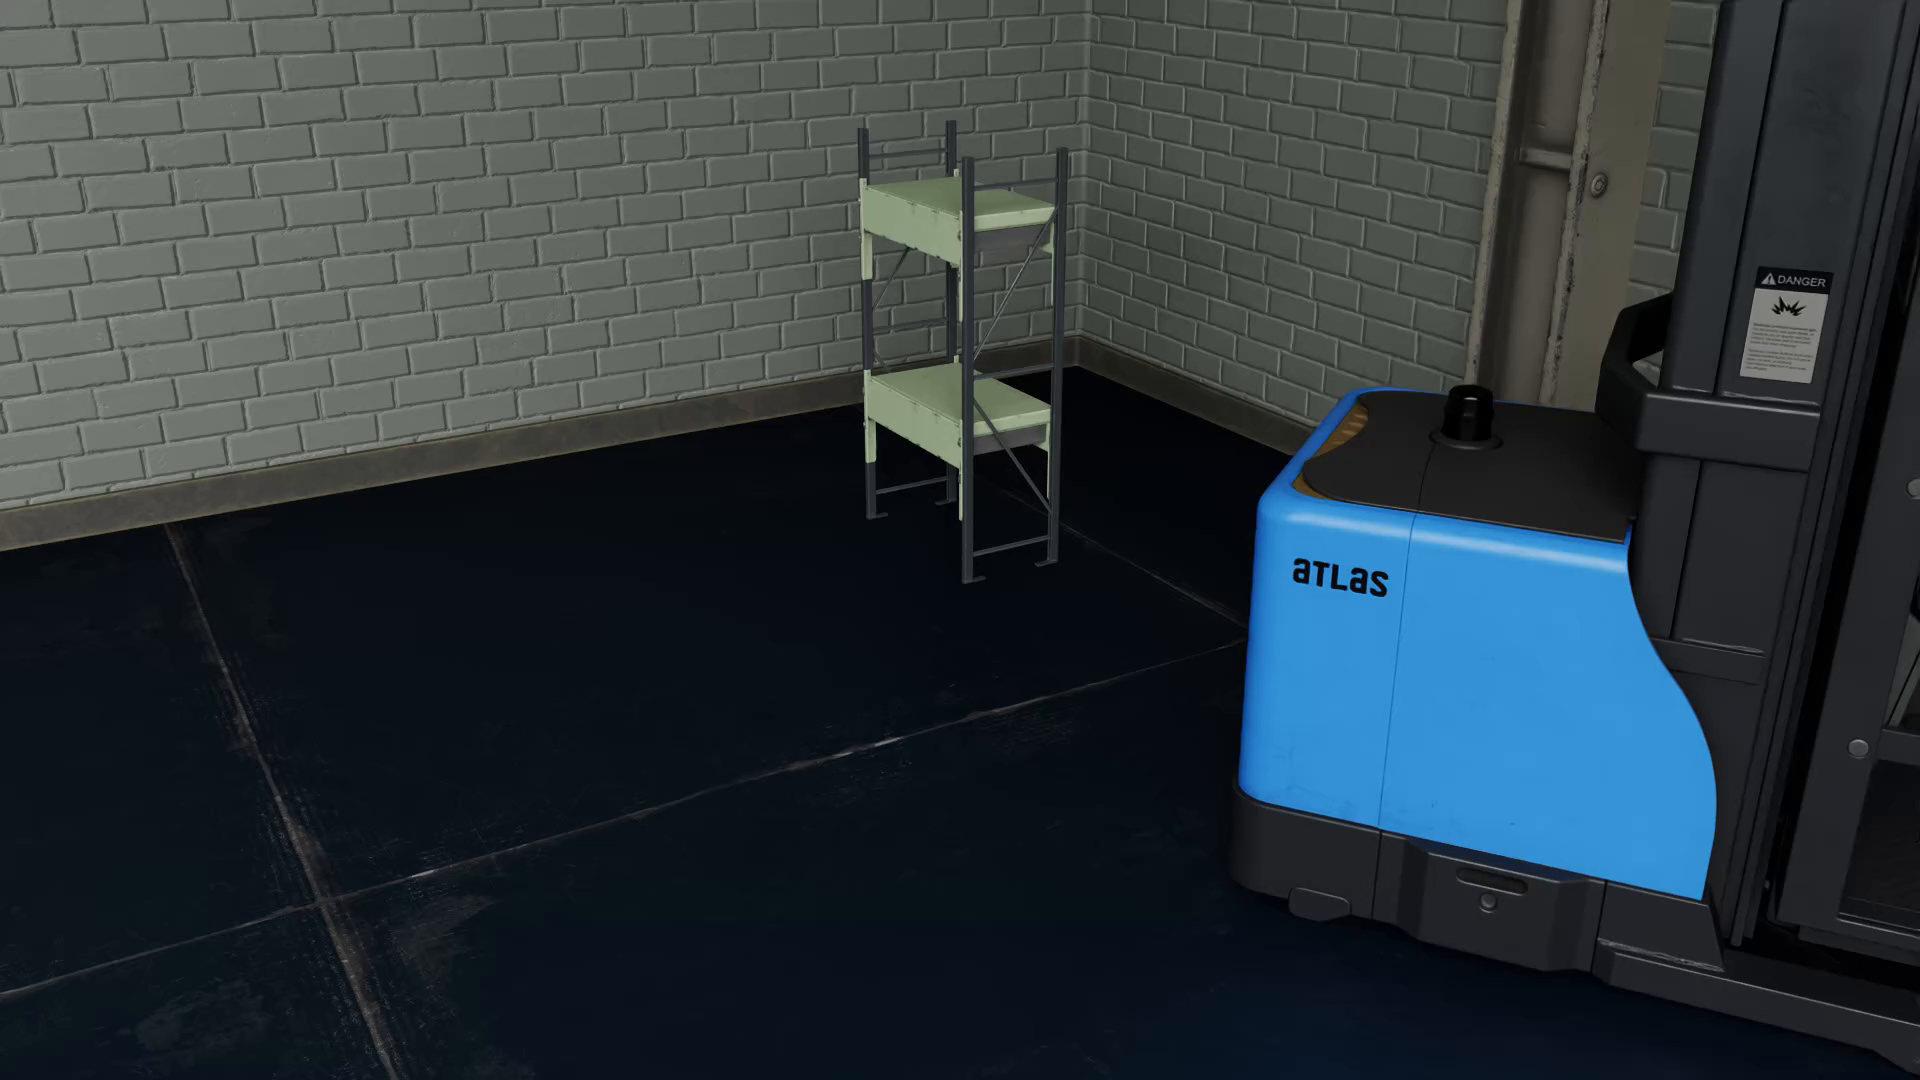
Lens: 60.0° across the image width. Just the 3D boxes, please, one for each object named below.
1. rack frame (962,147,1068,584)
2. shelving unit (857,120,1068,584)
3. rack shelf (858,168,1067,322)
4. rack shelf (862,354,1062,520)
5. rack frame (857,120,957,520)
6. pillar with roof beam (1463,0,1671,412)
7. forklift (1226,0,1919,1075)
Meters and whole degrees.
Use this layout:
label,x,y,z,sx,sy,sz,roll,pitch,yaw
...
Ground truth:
label,x,y,z,sx,sy,sz,roll,pitch,yaw
rack frame,0.184,-0.578,5.743,0.400,1.500,0.023,-13,25,-28
shelving unit,-0.003,-0.697,6.034,0.431,1.500,0.755,-13,25,-28
rack shelf,-0.003,-1.058,5.887,0.431,0.370,0.720,-13,25,-28
rack shelf,-0.003,-0.395,6.157,0.431,0.370,0.720,-13,25,-28
rack frame,-0.190,-0.815,6.326,0.400,1.500,0.023,-13,25,-28
pillar with roof beam,-1.682,-3.249,2.354,9.100,9.000,0.400,-13,25,-28
forklift,2.220,-0.397,3.396,3.031,2.935,1.130,10,24,23
